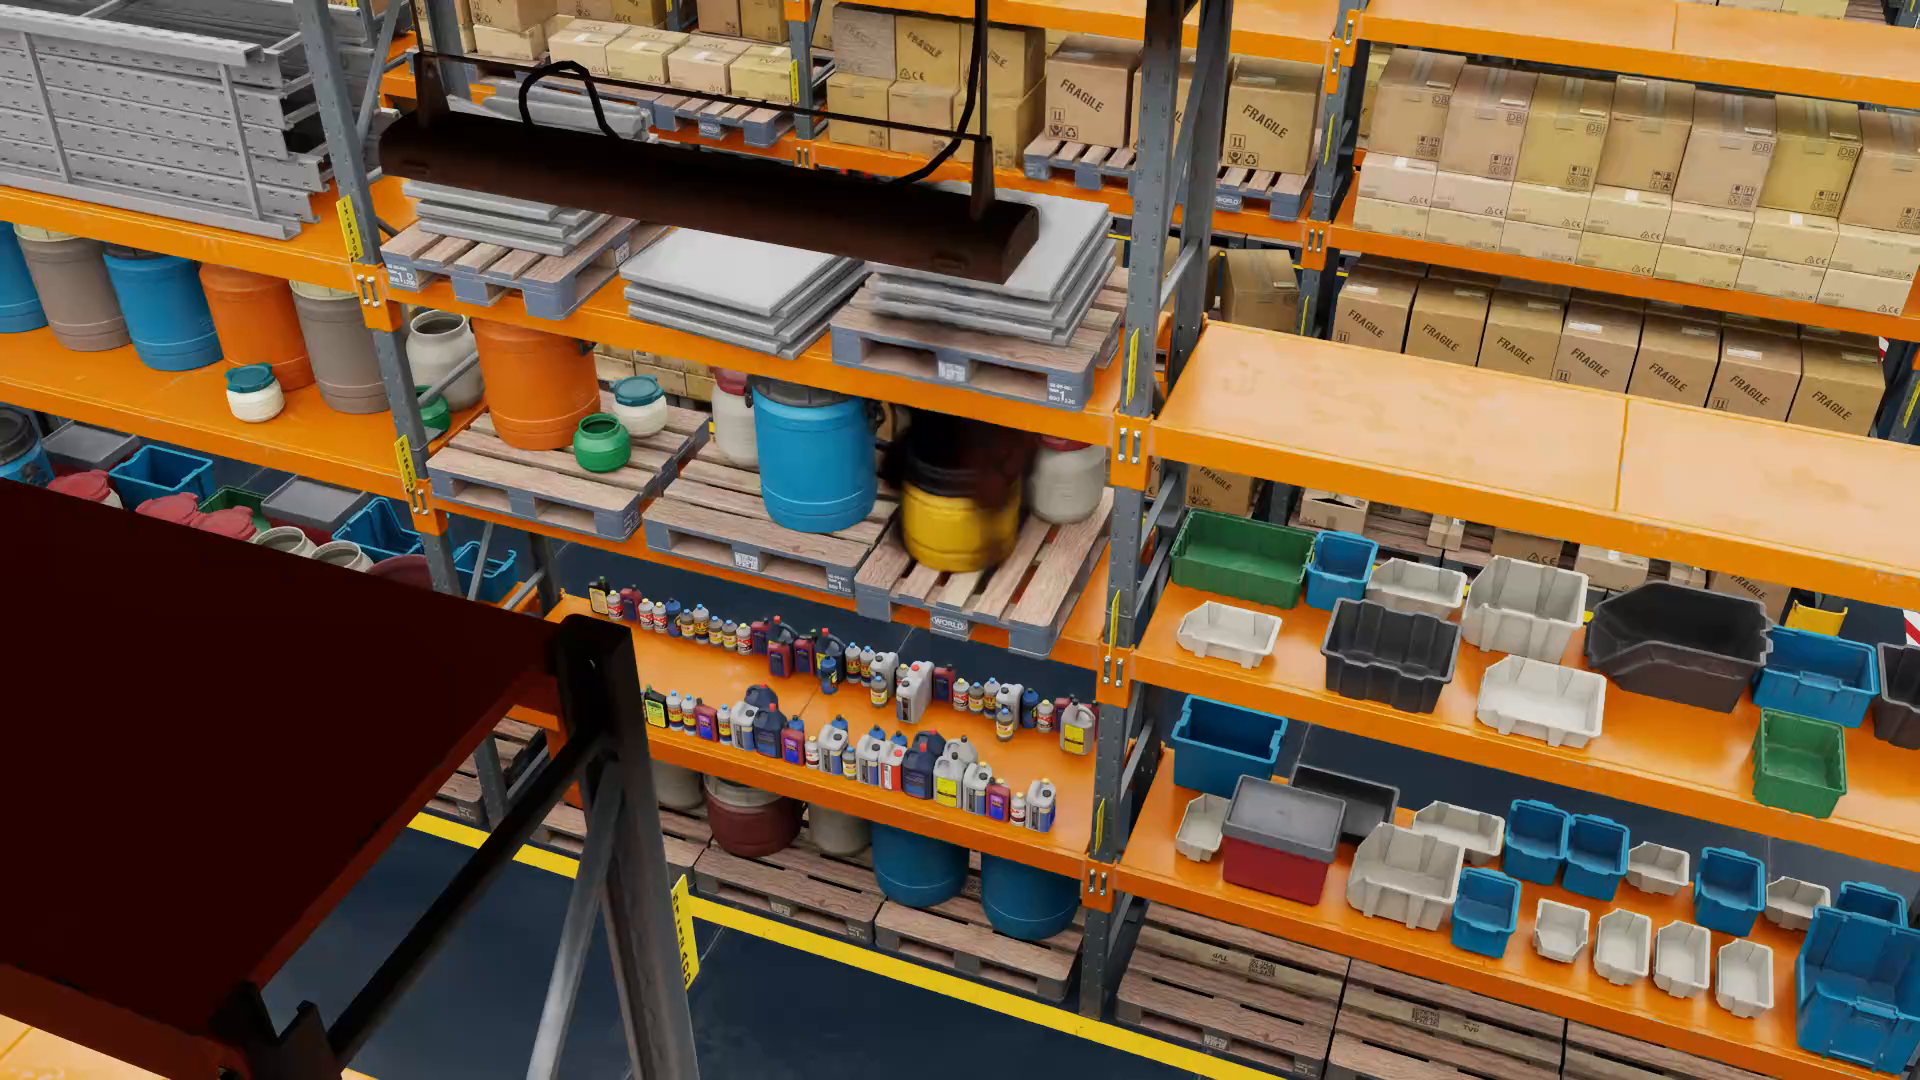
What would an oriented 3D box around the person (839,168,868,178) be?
[{"bbox_3d":[-0.840,-2.697,15.577,0.797,1.748,0.646,10,38,13],"label":"person"}]
